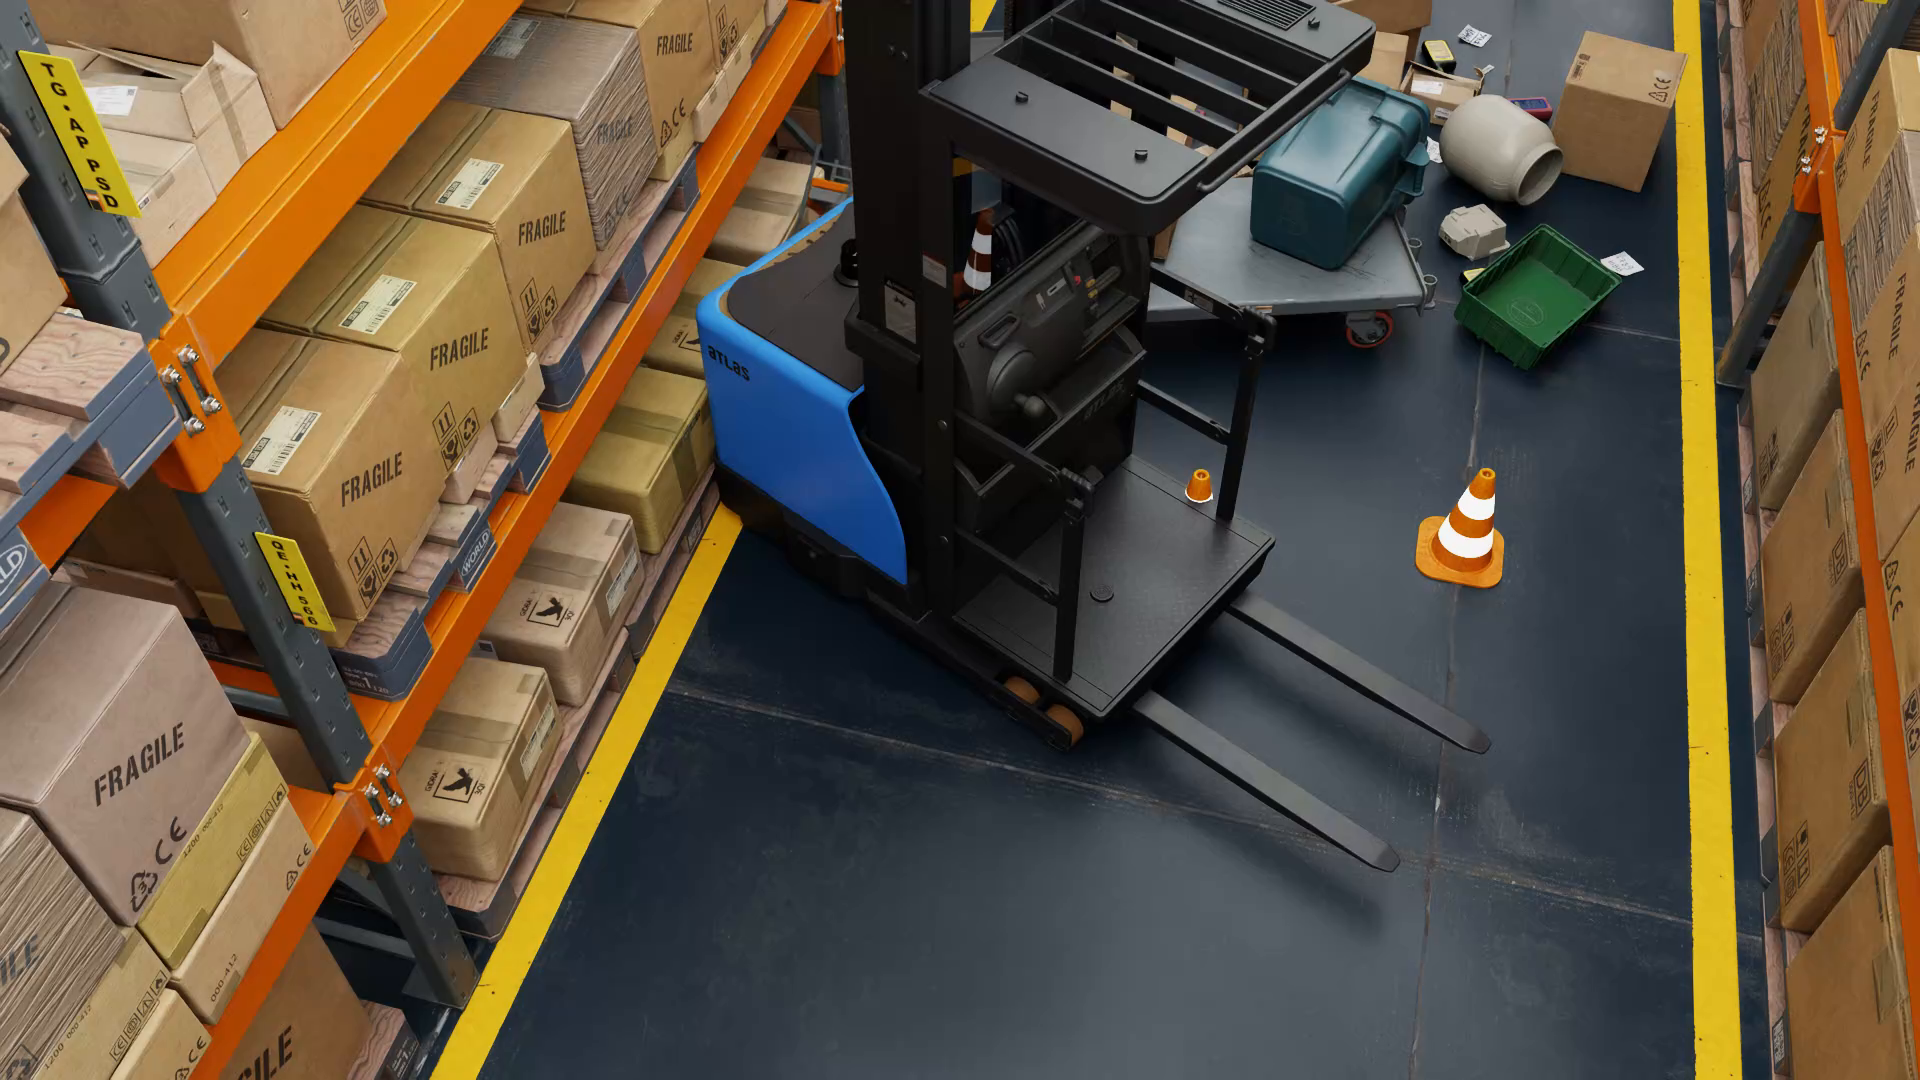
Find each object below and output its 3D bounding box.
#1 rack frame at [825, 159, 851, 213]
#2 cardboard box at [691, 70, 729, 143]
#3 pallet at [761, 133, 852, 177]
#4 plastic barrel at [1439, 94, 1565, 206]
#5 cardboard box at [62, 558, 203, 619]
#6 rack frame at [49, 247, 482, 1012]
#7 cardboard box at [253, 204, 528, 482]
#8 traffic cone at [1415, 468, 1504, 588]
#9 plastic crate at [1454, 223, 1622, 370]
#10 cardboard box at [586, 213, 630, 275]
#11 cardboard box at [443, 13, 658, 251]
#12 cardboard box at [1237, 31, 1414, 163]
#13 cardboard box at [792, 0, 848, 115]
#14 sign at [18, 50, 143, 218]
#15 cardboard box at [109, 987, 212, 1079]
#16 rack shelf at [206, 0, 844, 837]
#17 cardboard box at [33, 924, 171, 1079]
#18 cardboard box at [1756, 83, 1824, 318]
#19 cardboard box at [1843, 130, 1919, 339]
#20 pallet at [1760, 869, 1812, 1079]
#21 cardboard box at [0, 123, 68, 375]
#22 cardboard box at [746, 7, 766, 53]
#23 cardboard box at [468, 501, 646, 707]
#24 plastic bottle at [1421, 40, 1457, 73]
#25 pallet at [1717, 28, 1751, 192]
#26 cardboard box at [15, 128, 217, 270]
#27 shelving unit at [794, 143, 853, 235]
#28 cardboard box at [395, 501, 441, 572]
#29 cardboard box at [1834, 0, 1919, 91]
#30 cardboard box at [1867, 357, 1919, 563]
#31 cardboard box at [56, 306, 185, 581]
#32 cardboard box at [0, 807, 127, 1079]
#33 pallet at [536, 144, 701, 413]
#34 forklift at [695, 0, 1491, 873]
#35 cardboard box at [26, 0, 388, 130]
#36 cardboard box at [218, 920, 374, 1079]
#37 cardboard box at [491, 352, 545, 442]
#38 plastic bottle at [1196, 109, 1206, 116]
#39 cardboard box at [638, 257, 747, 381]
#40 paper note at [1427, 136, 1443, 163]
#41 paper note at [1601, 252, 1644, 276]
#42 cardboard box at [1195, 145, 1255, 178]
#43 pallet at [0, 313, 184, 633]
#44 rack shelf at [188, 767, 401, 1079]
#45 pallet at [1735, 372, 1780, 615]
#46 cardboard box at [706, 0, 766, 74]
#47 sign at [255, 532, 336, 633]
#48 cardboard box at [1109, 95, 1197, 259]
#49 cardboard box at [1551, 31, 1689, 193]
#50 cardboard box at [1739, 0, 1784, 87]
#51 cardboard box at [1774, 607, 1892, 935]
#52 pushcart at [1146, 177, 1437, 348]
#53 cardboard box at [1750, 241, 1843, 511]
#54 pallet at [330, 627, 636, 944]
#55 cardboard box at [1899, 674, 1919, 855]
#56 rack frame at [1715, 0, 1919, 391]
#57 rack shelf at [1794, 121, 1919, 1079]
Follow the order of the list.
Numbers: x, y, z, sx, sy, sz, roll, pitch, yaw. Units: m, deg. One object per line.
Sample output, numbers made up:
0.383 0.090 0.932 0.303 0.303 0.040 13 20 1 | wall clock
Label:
-0.576 -1.107 7.144 0.200 0.008 1.050 15 91 14 | rack frame
-1.055 -1.581 5.951 0.380 0.149 0.250 12 50 10 | cardboard box
-0.860 -2.087 8.370 1.003 0.211 1.213 12 50 10 | pallet
2.618 -1.884 8.049 0.421 0.421 0.512 -27 54 -22 | plastic barrel
-2.197 0.037 4.523 0.380 0.149 0.250 13 50 11 | cardboard box
-2.056 0.376 4.336 1.000 3.000 0.127 12 50 10 | rack frame
-1.584 -0.552 4.611 0.500 0.500 0.500 14 50 12 | cardboard box
1.989 -0.102 6.450 0.336 0.463 0.334 12 50 10 | traffic cone
2.581 -1.086 7.464 0.662 0.188 0.450 -37 68 -28 | plastic crate
-1.319 -1.038 5.471 0.380 0.149 0.250 13 50 11 | cardboard box
-1.311 -1.298 5.269 0.500 0.500 0.500 10 49 9 | cardboard box
1.792 -2.181 8.168 0.797 0.637 0.503 12 50 10 | cardboard box
-0.587 -2.368 7.812 0.500 0.500 0.500 14 50 12 | cardboard box
-1.523 -0.698 2.886 0.100 0.325 0.005 12 50 10 | sign
-2.058 1.215 3.695 0.500 0.250 0.500 12 50 11 | cardboard box
-1.529 -0.832 5.883 1.077 0.370 4.000 12 50 10 | rack shelf
-2.070 1.032 3.524 0.500 0.250 0.500 10 49 9 | cardboard box
4.032 -1.490 7.121 0.875 0.875 0.875 12 50 11 | cardboard box
3.269 -0.954 5.443 0.500 0.500 0.500 12 50 10 | cardboard box
3.026 1.647 5.074 1.003 0.211 1.213 12 50 10 | pallet
-2.010 -0.487 2.748 0.797 0.503 0.637 9 49 8 | cardboard box
-0.959 -1.959 6.285 0.380 0.149 0.250 10 49 9 | cardboard box
-1.711 0.165 5.995 0.950 0.372 0.625 11 49 9 | cardboard box
2.573 -2.575 8.901 0.133 0.061 0.283 -4 49 -3 | plastic bottle
4.394 -2.110 8.391 1.003 0.211 1.213 12 50 10 | pallet
-1.809 -0.728 3.477 0.380 0.149 0.250 12 50 10 | cardboard box
-0.604 -1.113 7.025 0.215 0.252 1.050 15 91 14 | shelving unit
-1.684 -0.076 4.623 0.380 0.149 0.250 9 49 8 | cardboard box
3.885 -1.932 6.274 0.875 0.550 0.550 12 50 10 | cardboard box
3.001 -0.226 4.801 0.500 0.500 0.500 12 50 11 | cardboard box
-2.204 -0.278 4.368 0.500 0.500 0.500 10 49 9 | cardboard box
-2.067 0.811 3.219 0.500 0.500 0.500 12 50 11 | cardboard box
-1.574 -1.000 5.679 1.003 0.211 1.213 12 50 10 | pallet
0.473 -0.666 5.302 3.031 2.935 1.130 33 56 25 | forklift
-1.797 -1.333 3.777 0.700 0.500 0.500 12 50 10 | cardboard box
-2.318 1.423 4.549 0.875 0.875 0.875 11 50 10 | cardboard box
-1.475 -0.460 4.961 0.380 0.149 0.250 12 50 10 | cardboard box
1.146 -2.108 8.489 0.133 0.061 0.283 19 51 16 | plastic bottle
-1.325 -0.886 6.923 0.950 0.372 0.625 14 50 12 | cardboard box
2.391 -1.972 8.394 0.172 0.023 0.155 28 54 22 | paper note
3.102 -1.296 7.792 0.147 0.020 0.142 -19 51 -16 | paper note
1.282 -1.778 8.061 0.258 0.266 0.396 -19 51 -16 | cardboard box
-2.174 -0.078 2.862 1.213 0.211 1.003 14 50 12 | pallet
-2.582 2.061 3.329 1.077 0.370 4.000 12 50 10 | rack shelf
3.669 -0.118 6.632 1.003 0.211 1.213 12 50 10 | pallet
-1.033 -2.049 5.932 0.500 0.500 0.500 12 50 10 | cardboard box
-1.520 0.100 3.808 0.100 0.325 0.005 12 50 10 | sign
0.722 -1.611 7.252 0.500 0.500 0.500 12 50 10 | cardboard box
3.218 -2.112 8.198 0.500 0.500 0.500 19 51 16 | cardboard box
4.507 -2.802 8.278 0.875 0.875 0.875 11 49 9 | cardboard box
3.220 0.830 5.156 1.050 0.750 0.750 12 50 11 | cardboard box
1.210 -1.236 7.508 1.648 0.377 0.936 -4 49 -3 | pushcart
3.722 -0.541 6.366 1.050 0.750 0.750 11 50 10 | cardboard box
-1.849 0.734 5.880 1.003 0.211 1.213 12 50 10 | pallet
2.738 0.508 4.154 0.500 0.500 0.500 12 50 10 | cardboard box
3.799 -1.613 6.092 1.000 3.000 0.127 12 50 10 | rack frame
3.273 0.071 5.085 1.077 0.370 4.000 12 50 10 | rack shelf
